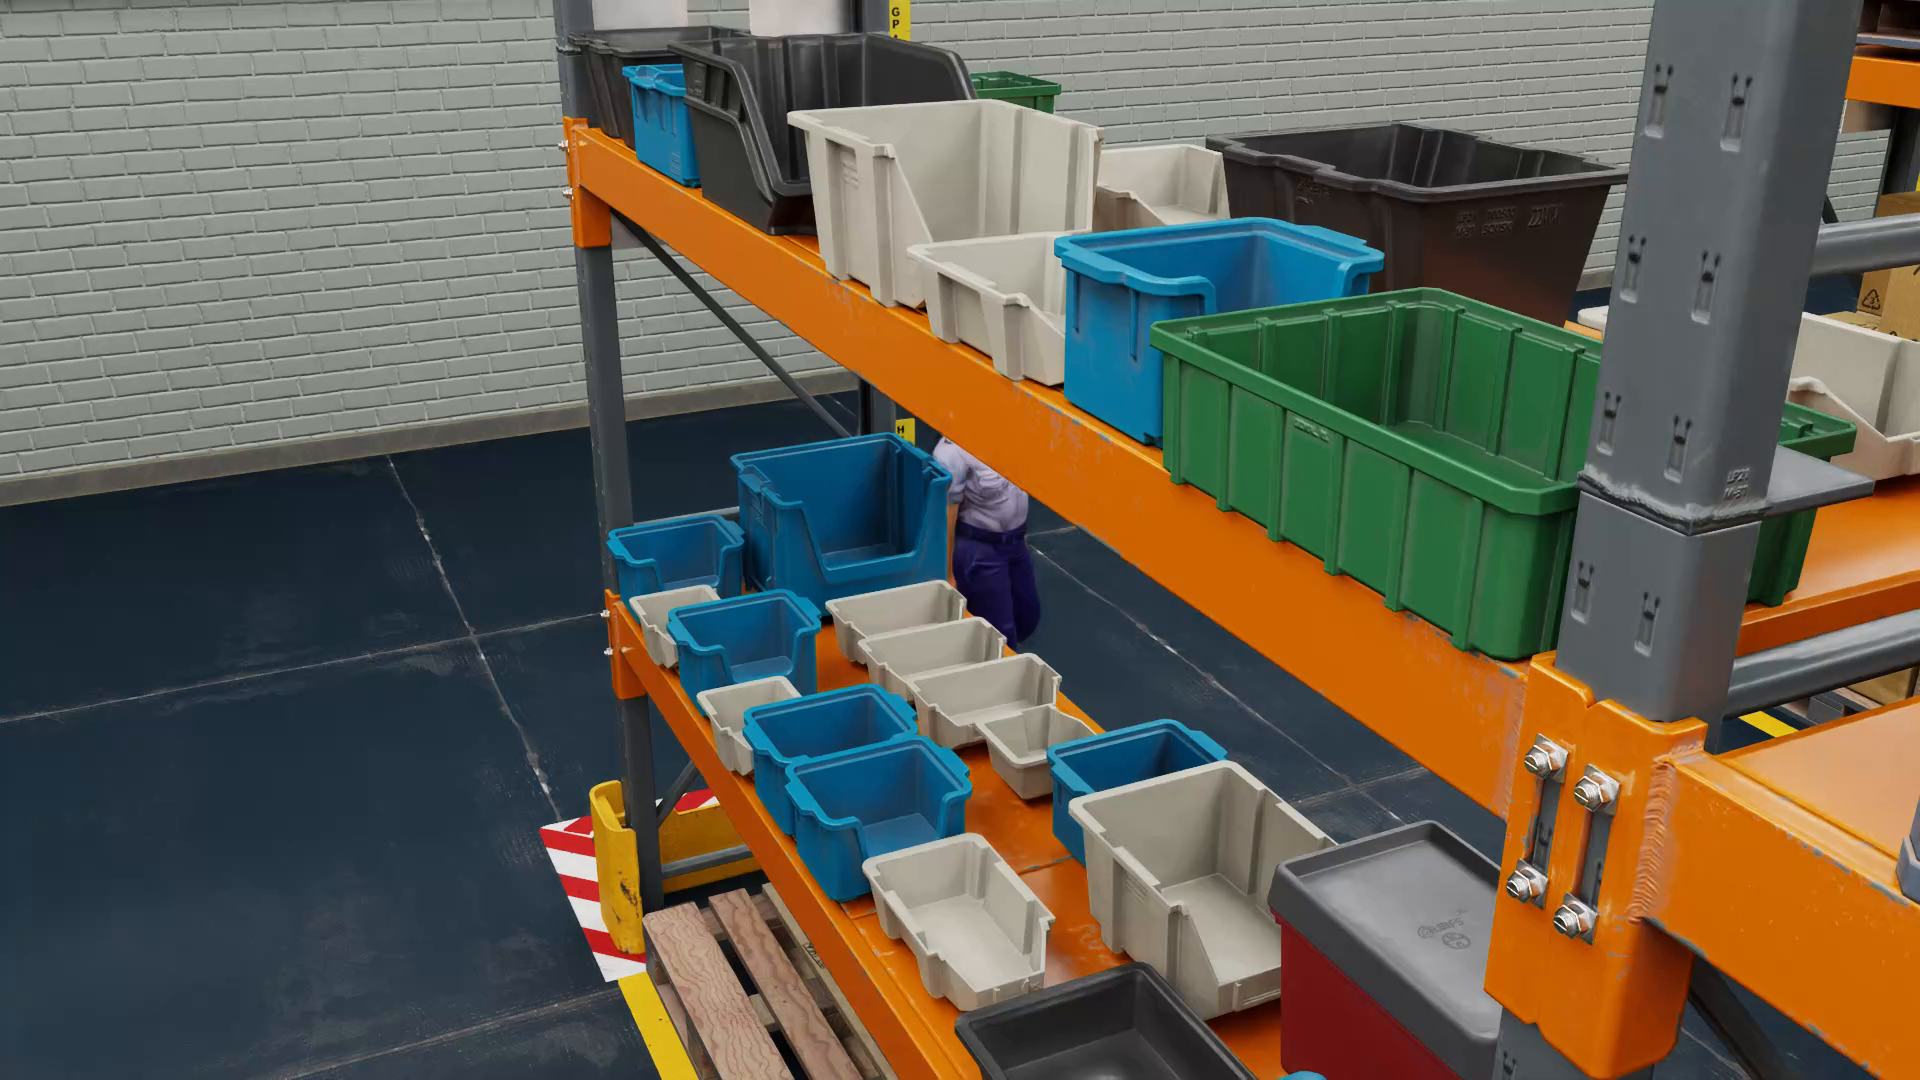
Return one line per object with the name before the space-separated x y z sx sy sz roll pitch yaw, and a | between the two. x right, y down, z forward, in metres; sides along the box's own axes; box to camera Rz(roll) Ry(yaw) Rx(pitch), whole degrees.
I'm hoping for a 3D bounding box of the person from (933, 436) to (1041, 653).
person | 0.087 0.047 6.936 0.642 1.618 0.498 13 25 28
